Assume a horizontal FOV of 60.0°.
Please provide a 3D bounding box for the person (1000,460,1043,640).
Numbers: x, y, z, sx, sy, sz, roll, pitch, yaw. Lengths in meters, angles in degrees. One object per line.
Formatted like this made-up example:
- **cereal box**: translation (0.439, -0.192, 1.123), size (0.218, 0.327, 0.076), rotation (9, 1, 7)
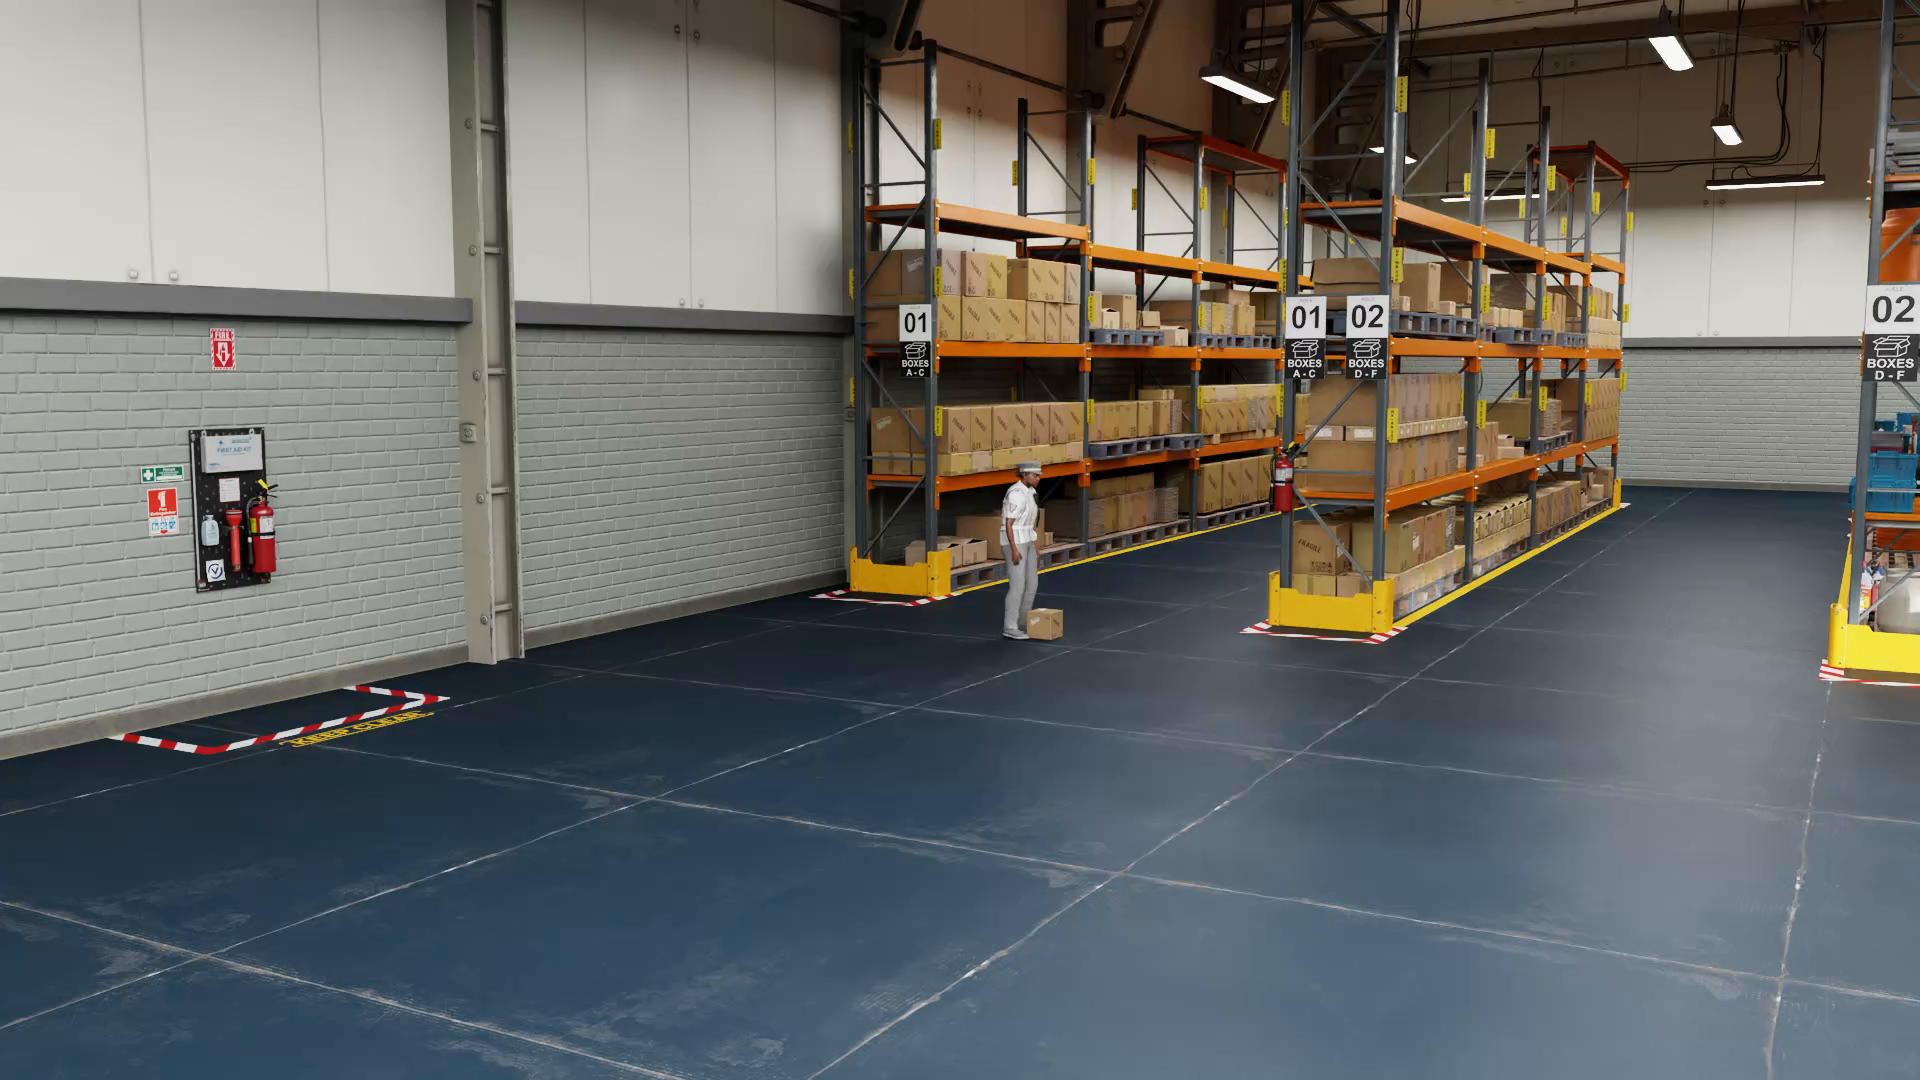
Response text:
- **person**: translation (0.586, 0.077, 15.638), size (0.392, 1.660, 0.506), rotation (3, 7, 29)
